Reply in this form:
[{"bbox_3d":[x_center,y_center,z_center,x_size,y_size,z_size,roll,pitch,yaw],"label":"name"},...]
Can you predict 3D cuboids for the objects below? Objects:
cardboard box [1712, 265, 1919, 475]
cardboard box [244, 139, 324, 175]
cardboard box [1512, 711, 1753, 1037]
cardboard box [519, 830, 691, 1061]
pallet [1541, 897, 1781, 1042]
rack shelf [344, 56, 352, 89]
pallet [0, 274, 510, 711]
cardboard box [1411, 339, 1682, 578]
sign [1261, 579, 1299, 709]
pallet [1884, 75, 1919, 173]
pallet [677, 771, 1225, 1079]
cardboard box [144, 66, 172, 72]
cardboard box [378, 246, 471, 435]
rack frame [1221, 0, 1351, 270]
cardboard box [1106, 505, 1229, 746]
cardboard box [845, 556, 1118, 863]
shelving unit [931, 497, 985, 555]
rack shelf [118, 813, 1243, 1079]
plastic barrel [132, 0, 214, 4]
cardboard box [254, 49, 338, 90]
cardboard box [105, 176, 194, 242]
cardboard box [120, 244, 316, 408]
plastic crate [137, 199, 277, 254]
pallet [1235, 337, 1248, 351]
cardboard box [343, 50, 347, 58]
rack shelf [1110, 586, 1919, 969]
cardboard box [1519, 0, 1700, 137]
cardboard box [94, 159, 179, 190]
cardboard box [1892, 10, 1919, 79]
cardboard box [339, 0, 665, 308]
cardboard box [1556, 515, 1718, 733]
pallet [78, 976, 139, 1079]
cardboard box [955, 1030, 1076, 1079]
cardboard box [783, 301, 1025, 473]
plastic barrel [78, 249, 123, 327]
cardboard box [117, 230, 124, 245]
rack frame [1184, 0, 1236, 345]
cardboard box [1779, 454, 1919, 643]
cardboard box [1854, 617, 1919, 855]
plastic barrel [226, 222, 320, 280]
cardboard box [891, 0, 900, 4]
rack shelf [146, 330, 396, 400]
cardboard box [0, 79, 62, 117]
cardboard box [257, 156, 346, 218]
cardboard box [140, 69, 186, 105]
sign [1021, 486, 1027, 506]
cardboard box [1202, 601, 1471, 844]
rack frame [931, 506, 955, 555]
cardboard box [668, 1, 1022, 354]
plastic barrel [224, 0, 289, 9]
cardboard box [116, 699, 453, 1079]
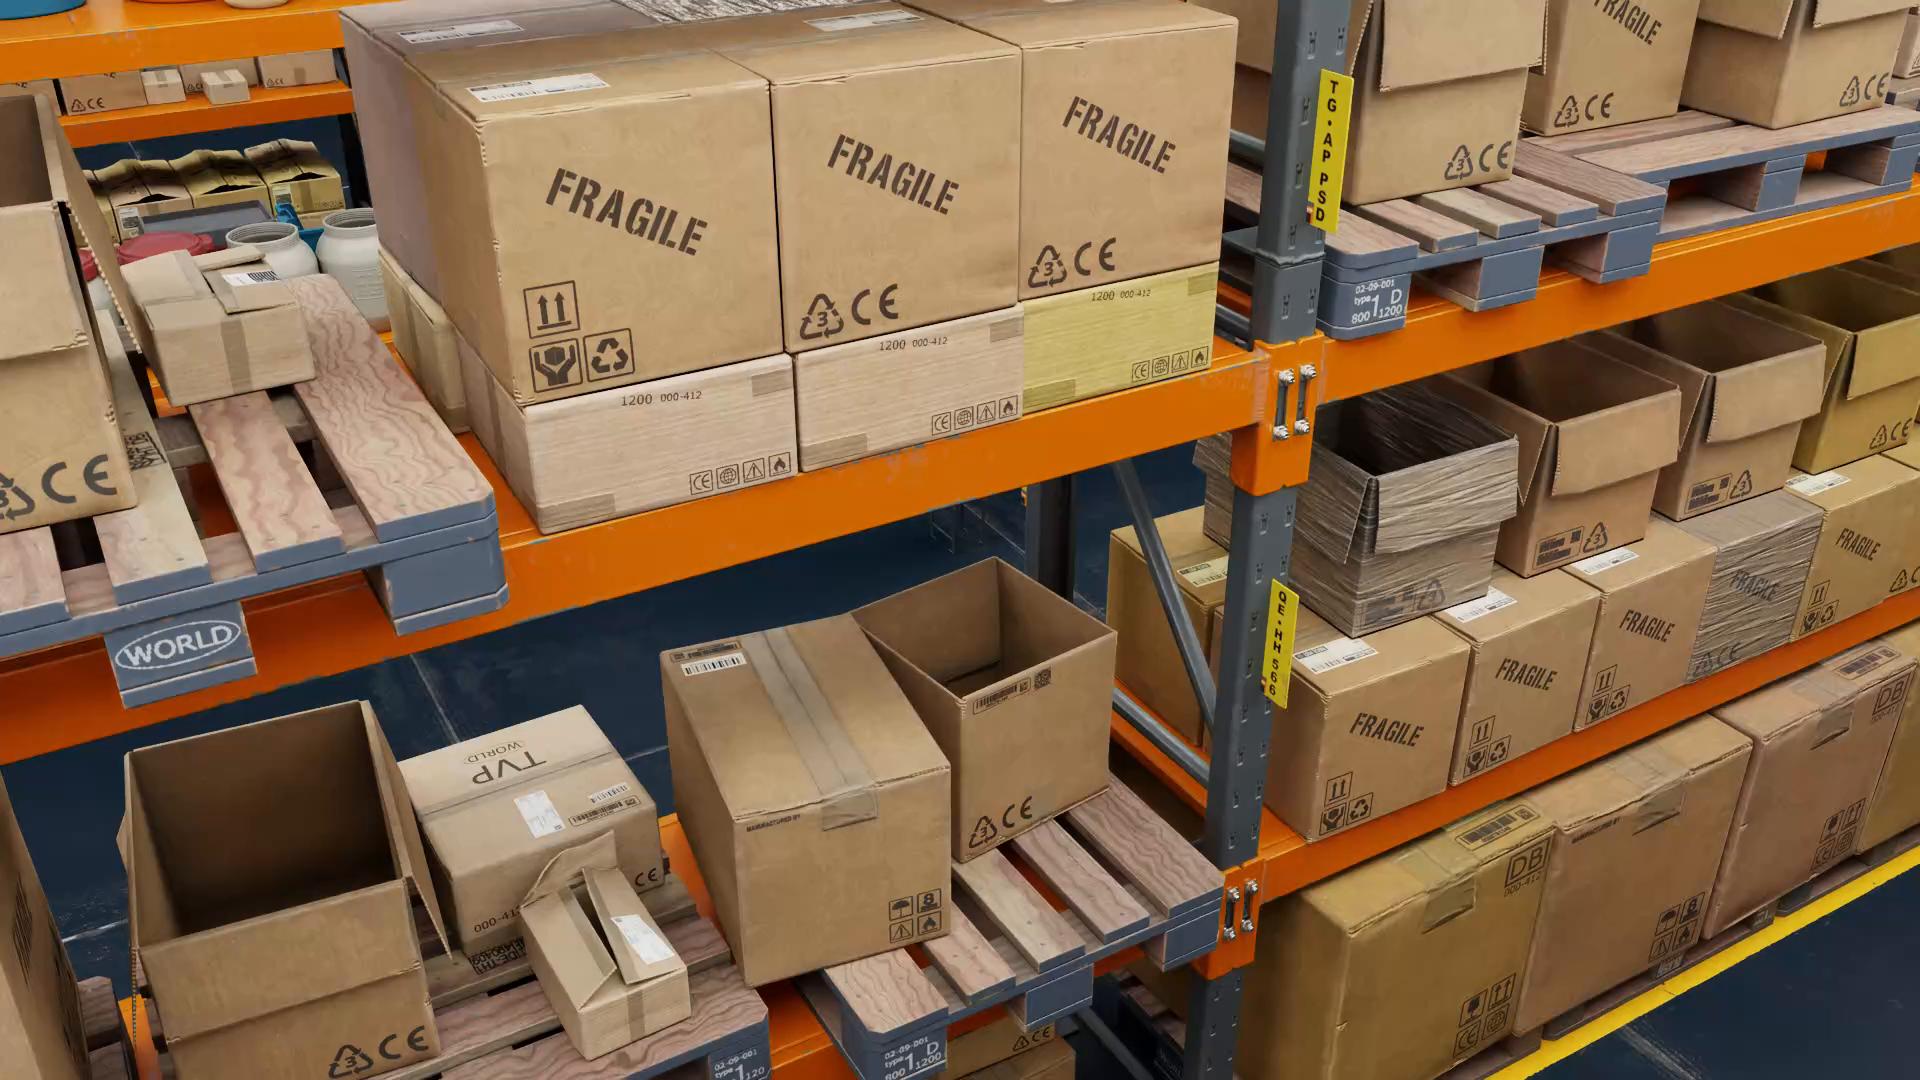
[{"bbox_3d":[2.800,-0.635,5.655,0.637,0.503,0.797,-15,32,-26],"label":"cardboard box"},{"bbox_3d":[-5.120,-2.844,12.629,0.500,0.311,0.500,-15,32,-25],"label":"cardboard box"},{"bbox_3d":[1.873,0.875,5.825,0.875,0.875,1.225,-16,33,-26],"label":"cardboard box"},{"bbox_3d":[-0.805,0.899,3.720,0.258,0.266,0.396,-17,33,-28],"label":"cardboard box"},{"bbox_3d":[2.264,1.266,6.237,1.213,0.211,1.003,-16,33,-26],"label":"pallet"},{"bbox_3d":[-2.796,-3.799,13.273,4.000,0.370,1.077,-16,33,-26],"label":"rack shelf"},{"bbox_3d":[-1.474,-0.110,2.935,1.003,0.211,1.213,-16,33,-26],"label":"pallet"},{"bbox_3d":[1.697,-0.310,5.065,0.637,0.503,0.797,-15,32,-25],"label":"cardboard box"},{"bbox_3d":[0.778,0.255,4.067,0.005,0.325,0.100,-16,33,-26],"label":"sign"},{"bbox_3d":[3.179,-1.460,5.385,1.217,0.209,0.805,-17,33,-28],"label":"pallet"},{"bbox_3d":[-0.065,0.807,4.383,1.003,0.211,1.213,-16,33,-26],"label":"pallet"},{"bbox_3d":[-7.627,-4.587,16.089,0.500,0.500,0.700,-15,32,-26],"label":"cardboard box"},{"bbox_3d":[-0.920,-0.480,3.565,0.500,0.250,0.500,-15,32,-25],"label":"cardboard box"},{"bbox_3d":[0.495,-2.123,3.283,0.127,3.000,1.000,-16,33,-26],"label":"rack frame"},{"bbox_3d":[0.795,0.236,5.115,0.500,0.500,0.500,-15,32,-25],"label":"cardboard box"},{"bbox_3d":[0.050,0.425,4.337,0.500,0.500,0.500,-20,35,-32],"label":"cardboard box"},{"bbox_3d":[-0.012,-0.522,8.454,0.189,1.200,0.258,-16,33,-26],"label":"shelving unit"},{"bbox_3d":[-1.229,1.308,4.020,4.000,0.370,1.077,-16,33,-26],"label":"rack shelf"},{"bbox_3d":[-3.396,-2.790,7.152,0.708,0.830,0.600,-16,33,-26],"label":"plastic barrel"},{"bbox_3d":[-4.856,-3.514,12.105,0.500,0.311,0.500,-14,32,-23],"label":"cardboard box"},{"bbox_3d":[-5.728,-2.366,11.764,0.500,0.311,0.500,-16,33,-27],"label":"cardboard box"},{"bbox_3d":[-1.387,-0.413,3.096,0.250,0.166,0.380,-17,33,-28],"label":"cardboard box"},{"bbox_3d":[-3.562,-1.320,7.970,0.583,0.464,0.402,-16,33,-26],"label":"plastic crate"},{"bbox_3d":[2.049,-1.514,11.275,1.213,0.211,1.003,-16,33,-26],"label":"pallet"},{"bbox_3d":[-6.332,-5.055,16.595,0.750,0.750,0.750,-16,33,-27],"label":"cardboard box"},{"bbox_3d":[2.220,0.329,5.794,4.000,0.370,1.077,-16,33,-26],"label":"rack shelf"},{"bbox_3d":[1.684,-1.464,4.657,0.500,0.500,0.500,-14,32,-24],"label":"cardboard box"},{"bbox_3d":[-6.010,-2.588,12.165,0.500,0.311,0.500,-17,33,-28],"label":"cardboard box"},{"bbox_3d":[2.953,-1.702,5.284,0.500,0.311,0.500,-17,33,-28],"label":"cardboard box"},{"bbox_3d":[-0.909,-0.816,3.398,0.500,0.500,0.500,-17,33,-28],"label":"cardboard box"},{"bbox_3d":[1.936,0.200,5.179,0.500,0.500,0.500,-16,33,-27],"label":"cardboard box"},{"bbox_3d":[-2.221,1.440,3.234,1.213,0.211,1.003,-16,33,-26],"label":"pallet"},{"bbox_3d":[-0.072,1.578,4.918,0.500,0.500,0.700,-18,33,-29],"label":"cardboard box"},{"bbox_3d":[-0.211,-0.398,3.418,0.500,0.250,0.500,-16,33,-27],"label":"cardboard box"},{"bbox_3d":[-3.894,-0.962,7.249,0.433,0.535,0.433,0,29,0],"label":"plastic barrel"},{"bbox_3d":[-5.728,-2.124,11.906,0.500,0.250,0.500,-15,32,-25],"label":"cardboard box"},{"bbox_3d":[1.435,-2.539,10.246,0.127,3.000,1.000,-16,33,-26],"label":"rack frame"},{"bbox_3d":[2.802,-0.042,5.618,0.500,0.500,0.500,-16,33,-27],"label":"cardboard box"},{"bbox_3d":[3.402,0.436,6.620,0.875,0.875,1.225,-16,33,-26],"label":"cardboard box"},{"bbox_3d":[-3.156,-1.165,7.640,0.421,0.512,0.421,0,29,0],"label":"plastic barrel"},{"bbox_3d":[-0.040,-1.064,3.849,0.500,0.500,0.500,-16,32,-26],"label":"cardboard box"},{"bbox_3d":[-3.738,-0.755,7.758,4.000,0.370,1.077,-16,33,-26],"label":"rack shelf"},{"bbox_3d":[-6.412,-3.121,11.198,0.500,0.500,0.500,-16,33,-26],"label":"cardboard box"},{"bbox_3d":[-4.847,-2.619,12.221,0.500,0.311,0.500,-15,32,-25],"label":"cardboard box"},{"bbox_3d":[-5.591,-3.178,11.665,0.250,0.149,0.380,-13,32,-23],"label":"cardboard box"},{"bbox_3d":[0.211,-0.234,4.871,0.005,0.325,0.100,-16,33,-26],"label":"sign"},{"bbox_3d":[1.052,0.454,4.719,0.500,0.500,0.500,-15,32,-25],"label":"cardboard box"},{"bbox_3d":[-0.091,-0.499,8.413,0.006,1.200,0.240,-16,33,-26],"label":"rack frame"},{"bbox_3d":[-0.226,-0.721,3.227,0.500,0.500,0.500,-16,33,-26],"label":"cardboard box"},{"bbox_3d":[-2.992,-2.404,7.040,0.301,0.262,0.301,0,29,0],"label":"plastic barrel"},{"bbox_3d":[-1.505,0.791,3.671,0.637,0.503,0.797,-12,31,-21],"label":"cardboard box"}]
